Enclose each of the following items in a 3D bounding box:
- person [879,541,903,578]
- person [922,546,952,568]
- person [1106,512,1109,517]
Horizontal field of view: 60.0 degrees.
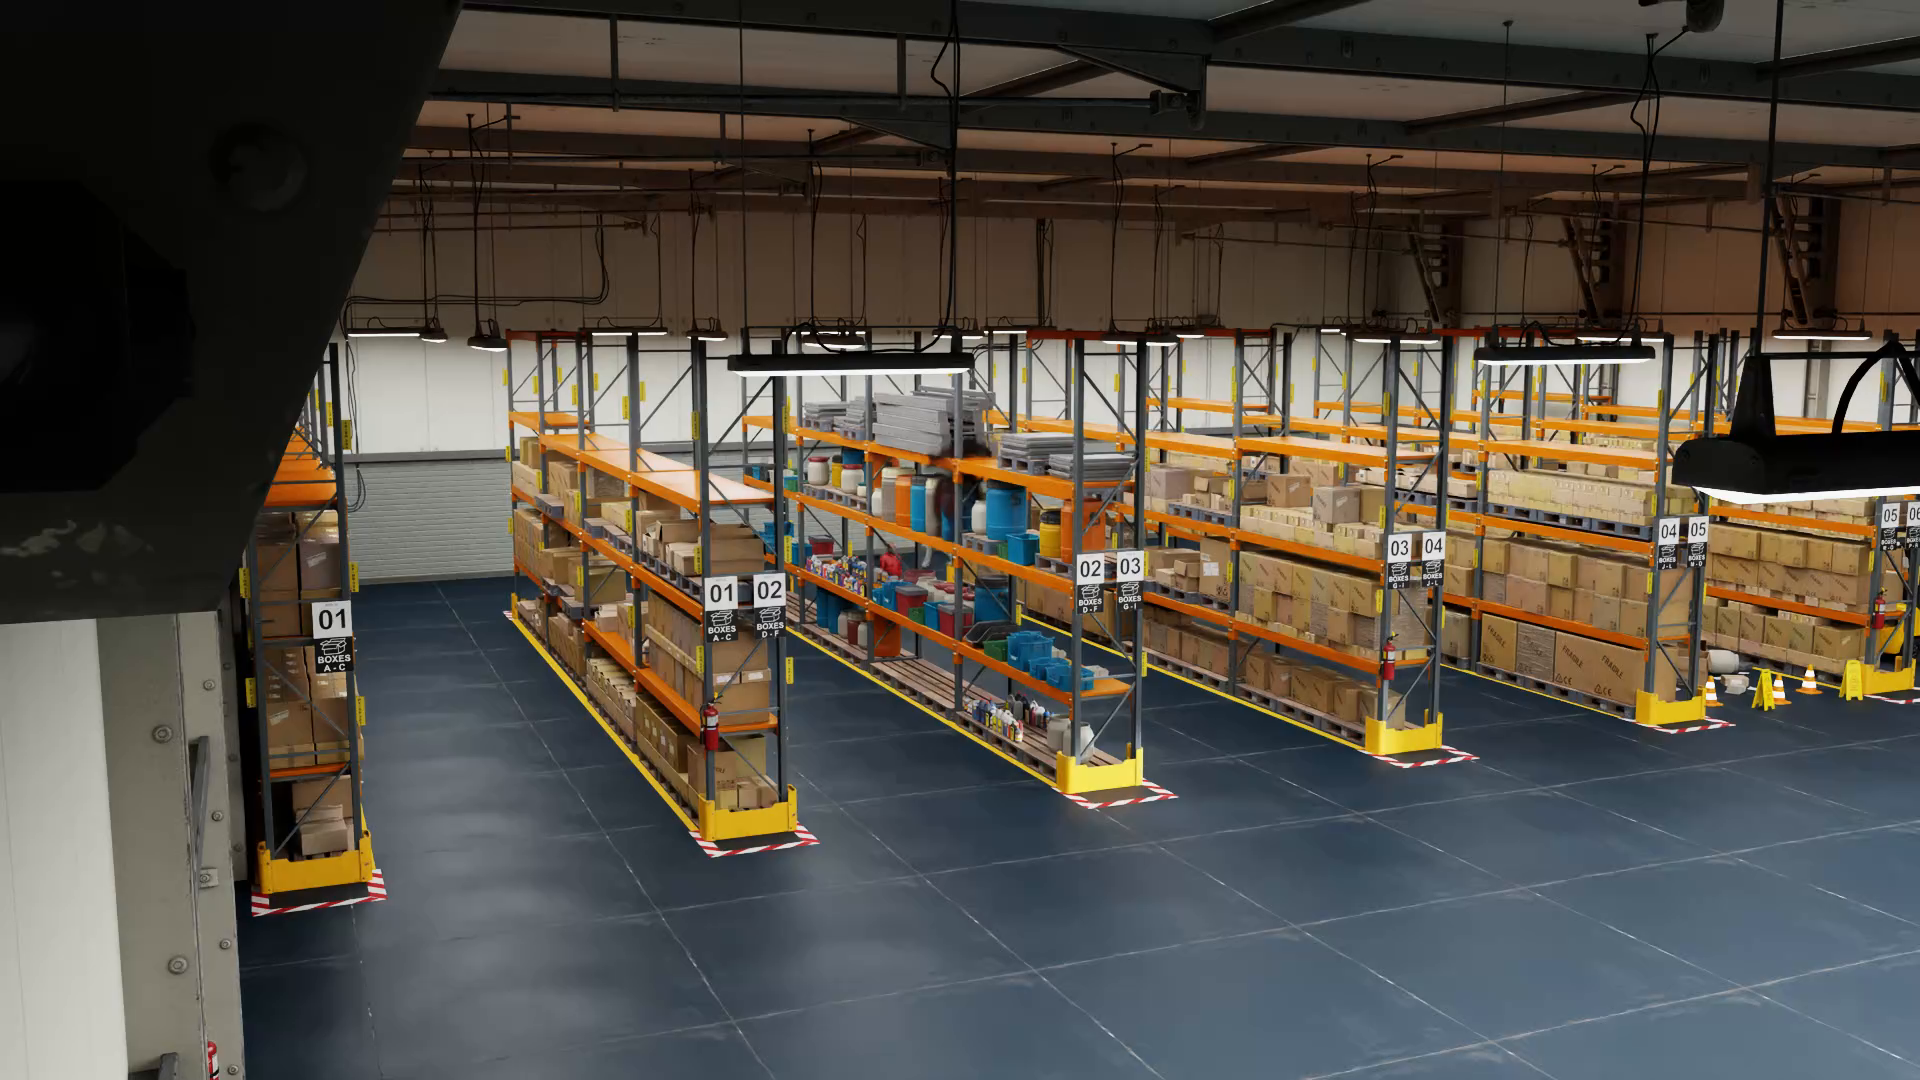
[{"bbox_3d":[-1.383,0.863,34.160,0.606,1.677,1.017,-8,11,-44],"label":"person"},{"bbox_3d":[-0.578,-0.175,41.554,1.027,1.741,0.598,-6,10,-38],"label":"person"},{"bbox_3d":[3.489,0.125,39.771,0.330,1.606,0.436,-6,10,-37],"label":"person"}]
